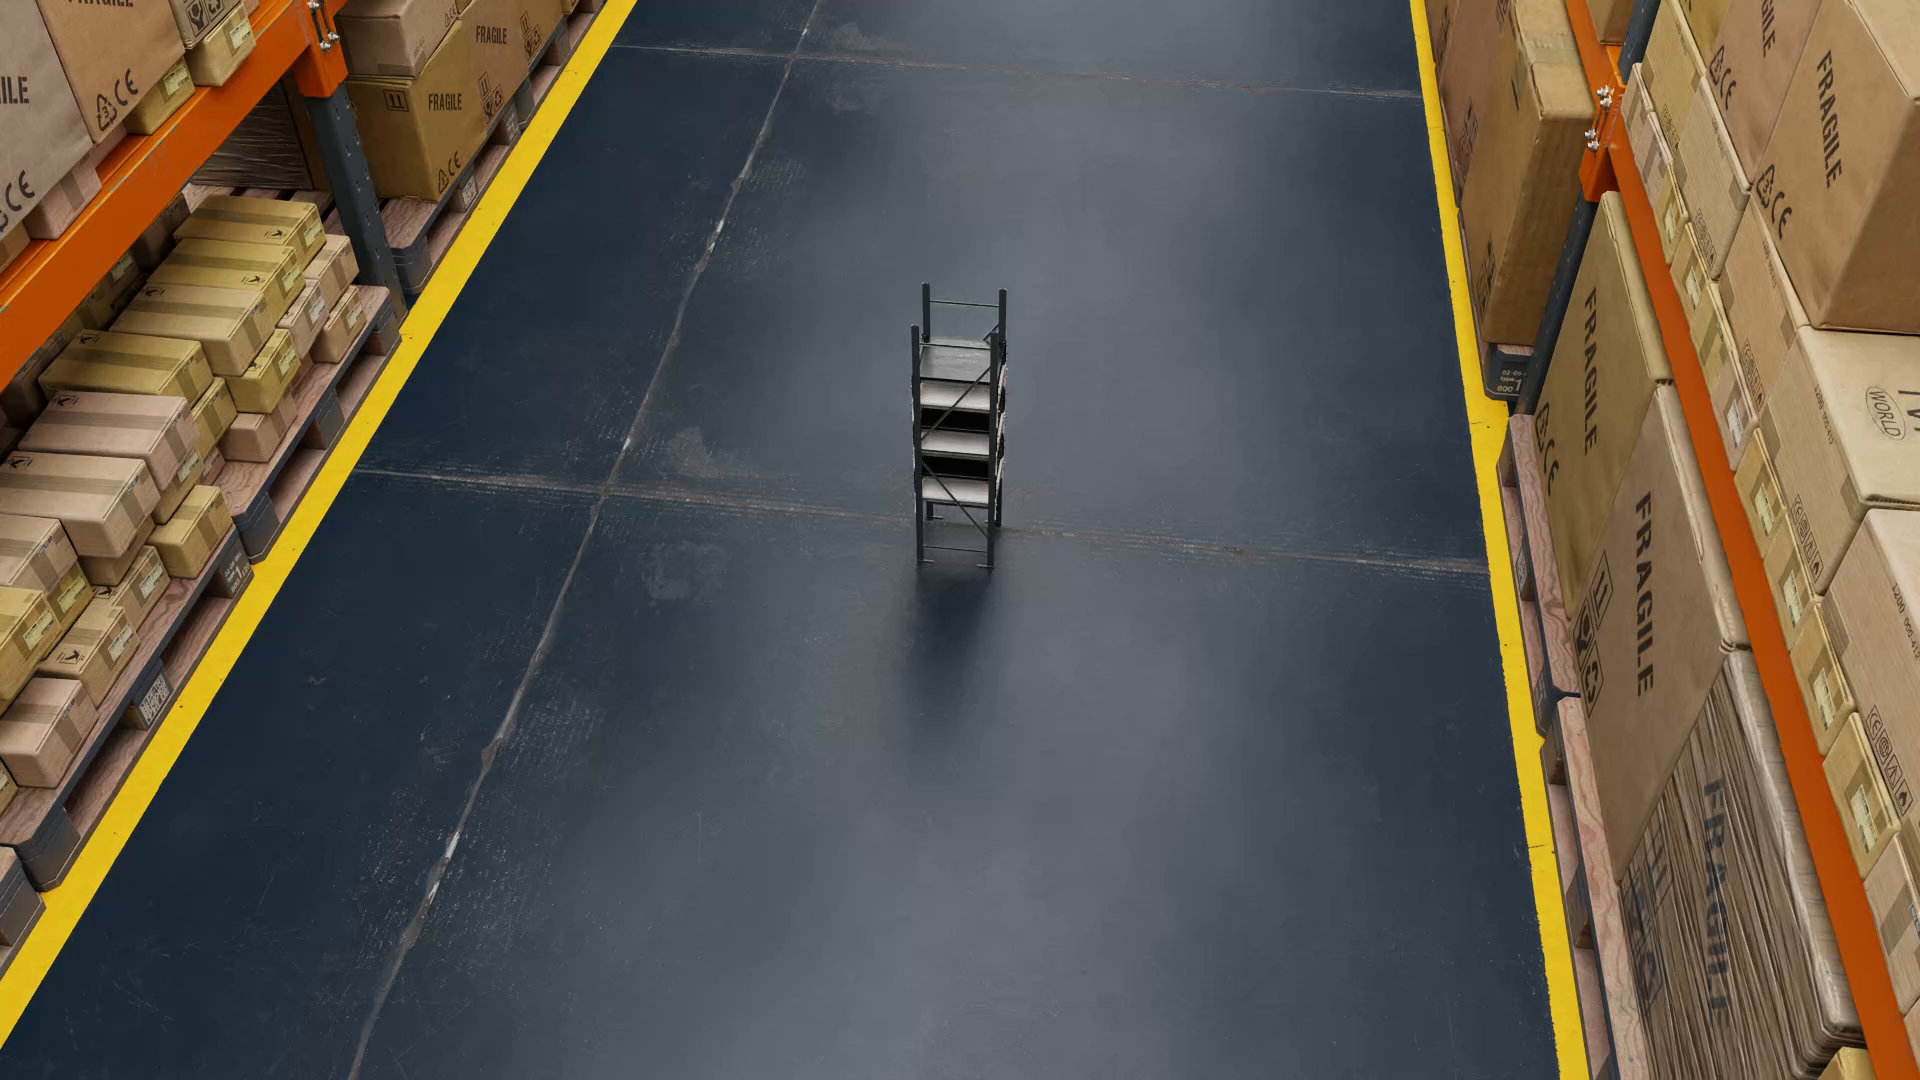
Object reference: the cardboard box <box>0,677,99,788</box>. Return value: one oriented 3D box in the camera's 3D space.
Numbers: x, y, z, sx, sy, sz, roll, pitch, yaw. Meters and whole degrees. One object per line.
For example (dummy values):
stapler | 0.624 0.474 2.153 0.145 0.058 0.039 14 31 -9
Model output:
cardboard box | -2.496 0.491 4.318 0.380 0.149 0.250 3 44 3

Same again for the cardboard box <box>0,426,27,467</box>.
cardboard box | -2.938 -0.214 4.846 0.380 0.149 0.250 7 44 7

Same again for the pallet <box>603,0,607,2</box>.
pallet | -2.110 -3.106 8.377 1.003 0.211 1.213 5 44 6

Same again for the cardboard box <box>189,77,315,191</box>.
cardboard box | -2.686 -1.697 6.374 0.500 0.500 0.500 4 44 5

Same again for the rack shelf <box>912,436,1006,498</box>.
rack shelf | -0.001 -0.232 5.020 0.258 0.077 0.200 5 44 6

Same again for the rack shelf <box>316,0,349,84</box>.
rack shelf | -2.270 -3.027 6.789 1.077 0.370 4.000 5 44 6

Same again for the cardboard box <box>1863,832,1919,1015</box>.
cardboard box | 1.662 0.620 2.596 0.380 0.149 0.250 6 44 6

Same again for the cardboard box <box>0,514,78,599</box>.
cardboard box | -2.564 0.063 4.338 0.380 0.149 0.250 5 44 6

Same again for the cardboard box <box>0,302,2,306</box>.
cardboard box | -2.475 -0.546 3.828 0.380 0.149 0.250 6 44 6

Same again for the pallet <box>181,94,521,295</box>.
pallet | -2.433 -1.443 6.621 1.003 0.211 1.213 5 44 6

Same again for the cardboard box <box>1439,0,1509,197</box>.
cardboard box | 2.551 -1.834 6.245 1.225 0.875 0.875 4 44 4

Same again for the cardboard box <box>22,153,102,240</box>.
cardboard box | -2.425 -0.895 4.196 0.380 0.149 0.250 4 44 4

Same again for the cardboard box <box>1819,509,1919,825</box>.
cardboard box | 1.776 0.220 2.729 0.500 0.250 0.500 4 44 4

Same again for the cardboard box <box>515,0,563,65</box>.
cardboard box | -2.049 -2.369 7.082 0.500 0.500 0.500 6 44 6

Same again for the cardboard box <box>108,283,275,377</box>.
cardboard box | -2.343 -0.644 5.084 0.380 0.149 0.250 5 44 5

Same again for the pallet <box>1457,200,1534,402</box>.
pallet | 2.396 -0.926 6.074 1.003 0.211 1.213 5 44 6

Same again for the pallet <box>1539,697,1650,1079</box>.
pallet | 2.032 0.952 4.091 1.003 0.211 1.213 5 44 6

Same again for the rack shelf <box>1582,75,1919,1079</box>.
rack shelf | 2.105 0.219 3.361 1.077 0.370 4.000 5 44 6

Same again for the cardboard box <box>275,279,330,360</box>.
cardboard box | -2.284 -0.722 5.382 0.380 0.149 0.250 3 44 4

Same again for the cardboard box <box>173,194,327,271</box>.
cardboard box | -2.323 -0.992 5.452 0.380 0.149 0.250 6 44 7

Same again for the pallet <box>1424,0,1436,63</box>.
pallet | 2.719 -2.589 7.830 1.003 0.211 1.213 5 44 6

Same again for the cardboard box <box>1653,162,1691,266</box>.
cardboard box | 1.931 -0.784 4.079 0.380 0.149 0.250 7 44 7

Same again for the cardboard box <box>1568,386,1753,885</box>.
cardboard box | 2.083 0.269 4.024 0.875 0.875 0.875 5 44 6

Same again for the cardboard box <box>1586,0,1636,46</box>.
cardboard box | 2.160 -1.785 4.881 0.500 0.500 0.500 5 44 6

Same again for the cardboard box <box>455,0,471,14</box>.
cardboard box | -2.107 -2.285 6.449 0.500 0.250 0.500 6 44 7

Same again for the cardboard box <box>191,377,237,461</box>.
cardboard box | -2.432 -0.375 5.016 0.380 0.149 0.250 6 44 6

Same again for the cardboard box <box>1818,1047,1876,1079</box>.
cardboard box | 1.846 1.496 2.728 0.875 0.875 0.875 5 44 6

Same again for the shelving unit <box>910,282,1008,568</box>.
shelving unit | -0.001 -0.321 4.935 0.258 0.900 0.210 5 44 6

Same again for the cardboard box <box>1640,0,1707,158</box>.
cardboard box | 2.047 -1.163 4.189 0.500 0.250 0.500 5 44 5

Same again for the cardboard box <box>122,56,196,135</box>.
cardboard box | -2.360 -1.256 4.577 0.380 0.149 0.250 7 44 7

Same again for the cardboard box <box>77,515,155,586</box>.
cardboard box | -2.502 -0.019 4.640 0.380 0.149 0.250 3 44 4

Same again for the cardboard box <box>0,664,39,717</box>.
cardboard box | -2.625 0.342 4.259 0.380 0.149 0.250 7 44 8

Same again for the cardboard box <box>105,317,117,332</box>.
cardboard box | -2.840 -0.583 5.235 0.380 0.149 0.250 5 44 5

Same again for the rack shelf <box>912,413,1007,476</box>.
rack shelf | -0.001 -0.297 4.958 0.258 0.077 0.200 5 44 6

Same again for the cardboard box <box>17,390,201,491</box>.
cardboard box | -2.399 -0.282 4.701 0.380 0.149 0.250 3 44 3

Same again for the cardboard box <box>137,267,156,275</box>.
cardboard box | -2.899 -0.933 5.605 0.380 0.149 0.250 7 44 7

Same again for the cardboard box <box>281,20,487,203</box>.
cardboard box | -2.173 -1.650 6.323 0.500 0.500 0.500 7 44 7

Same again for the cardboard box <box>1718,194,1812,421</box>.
cardboard box | 1.914 -0.471 3.458 0.500 0.250 0.500 6 44 7

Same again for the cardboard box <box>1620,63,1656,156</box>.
cardboard box | 2.000 -1.143 4.458 0.380 0.149 0.250 5 44 6

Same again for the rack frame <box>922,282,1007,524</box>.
rack frame | 0.012 -0.391 5.008 0.240 0.900 0.006 5 44 6

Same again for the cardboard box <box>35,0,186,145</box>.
cardboard box | -2.388 -1.360 4.216 0.500 0.500 0.500 4 44 4

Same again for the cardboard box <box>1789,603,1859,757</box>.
cardboard box | 1.728 0.266 2.970 0.380 0.149 0.250 5 44 6

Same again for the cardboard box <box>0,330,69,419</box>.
cardboard box | -2.877 -0.504 4.936 0.380 0.149 0.250 4 44 4

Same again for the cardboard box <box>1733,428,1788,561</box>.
cardboard box | 1.796 -0.080 3.336 0.380 0.149 0.250 4 44 4

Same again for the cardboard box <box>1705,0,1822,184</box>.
cardboard box | 1.979 -1.093 3.570 0.500 0.500 0.500 5 44 6

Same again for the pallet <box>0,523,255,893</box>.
pallet | -2.747 0.382 4.693 1.003 0.211 1.213 5 44 6

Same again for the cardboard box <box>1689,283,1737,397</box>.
cardboard box | 1.865 -0.431 3.706 0.380 0.149 0.250 5 44 5

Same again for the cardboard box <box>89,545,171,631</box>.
cardboard box | -2.486 0.133 4.696 0.380 0.149 0.250 6 44 6

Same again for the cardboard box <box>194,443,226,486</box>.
cardboard box | -2.492 -0.220 5.069 0.380 0.149 0.250 4 44 4

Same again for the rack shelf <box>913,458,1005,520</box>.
rack shelf | -0.001 -0.166 5.081 0.258 0.077 0.200 5 44 6

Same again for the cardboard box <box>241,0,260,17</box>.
cardboard box | -2.340 -1.618 4.960 0.380 0.149 0.250 5 44 5

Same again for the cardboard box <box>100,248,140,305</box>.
cardboard box | -2.880 -0.860 5.312 0.380 0.149 0.250 7 44 8

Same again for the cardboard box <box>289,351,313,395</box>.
cardboard box | -2.365 -0.575 5.444 0.380 0.149 0.250 6 44 7

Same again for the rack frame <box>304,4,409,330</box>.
rack frame | -2.534 -1.925 5.102 1.000 3.000 0.127 5 44 6
